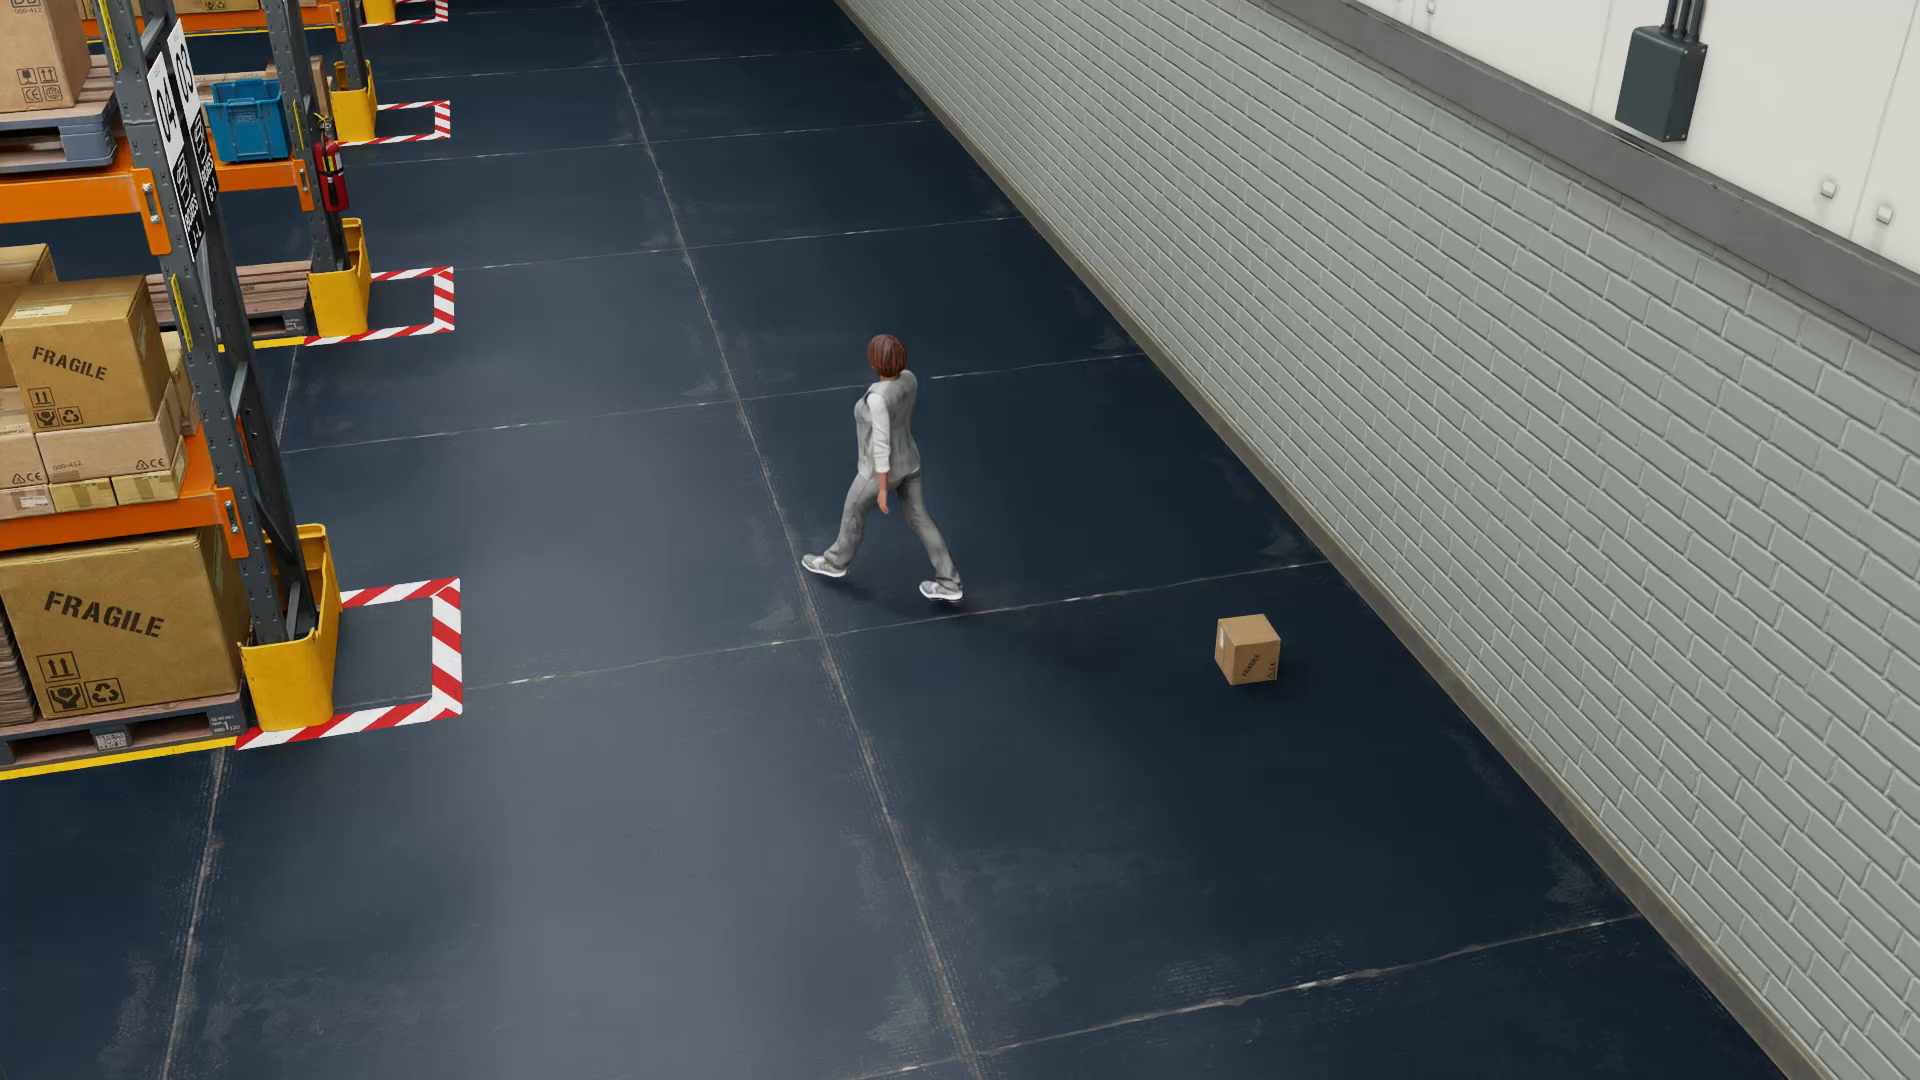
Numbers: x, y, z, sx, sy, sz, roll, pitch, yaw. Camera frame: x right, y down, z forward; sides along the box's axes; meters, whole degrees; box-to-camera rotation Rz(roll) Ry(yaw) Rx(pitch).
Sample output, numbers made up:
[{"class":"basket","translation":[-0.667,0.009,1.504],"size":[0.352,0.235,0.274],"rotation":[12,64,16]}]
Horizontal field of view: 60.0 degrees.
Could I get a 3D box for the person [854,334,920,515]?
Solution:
[{"class":"person","translation":[-0.415,-0.665,8.770],"size":[0.419,0.918,0.446],"rotation":[22,37,32]}]
